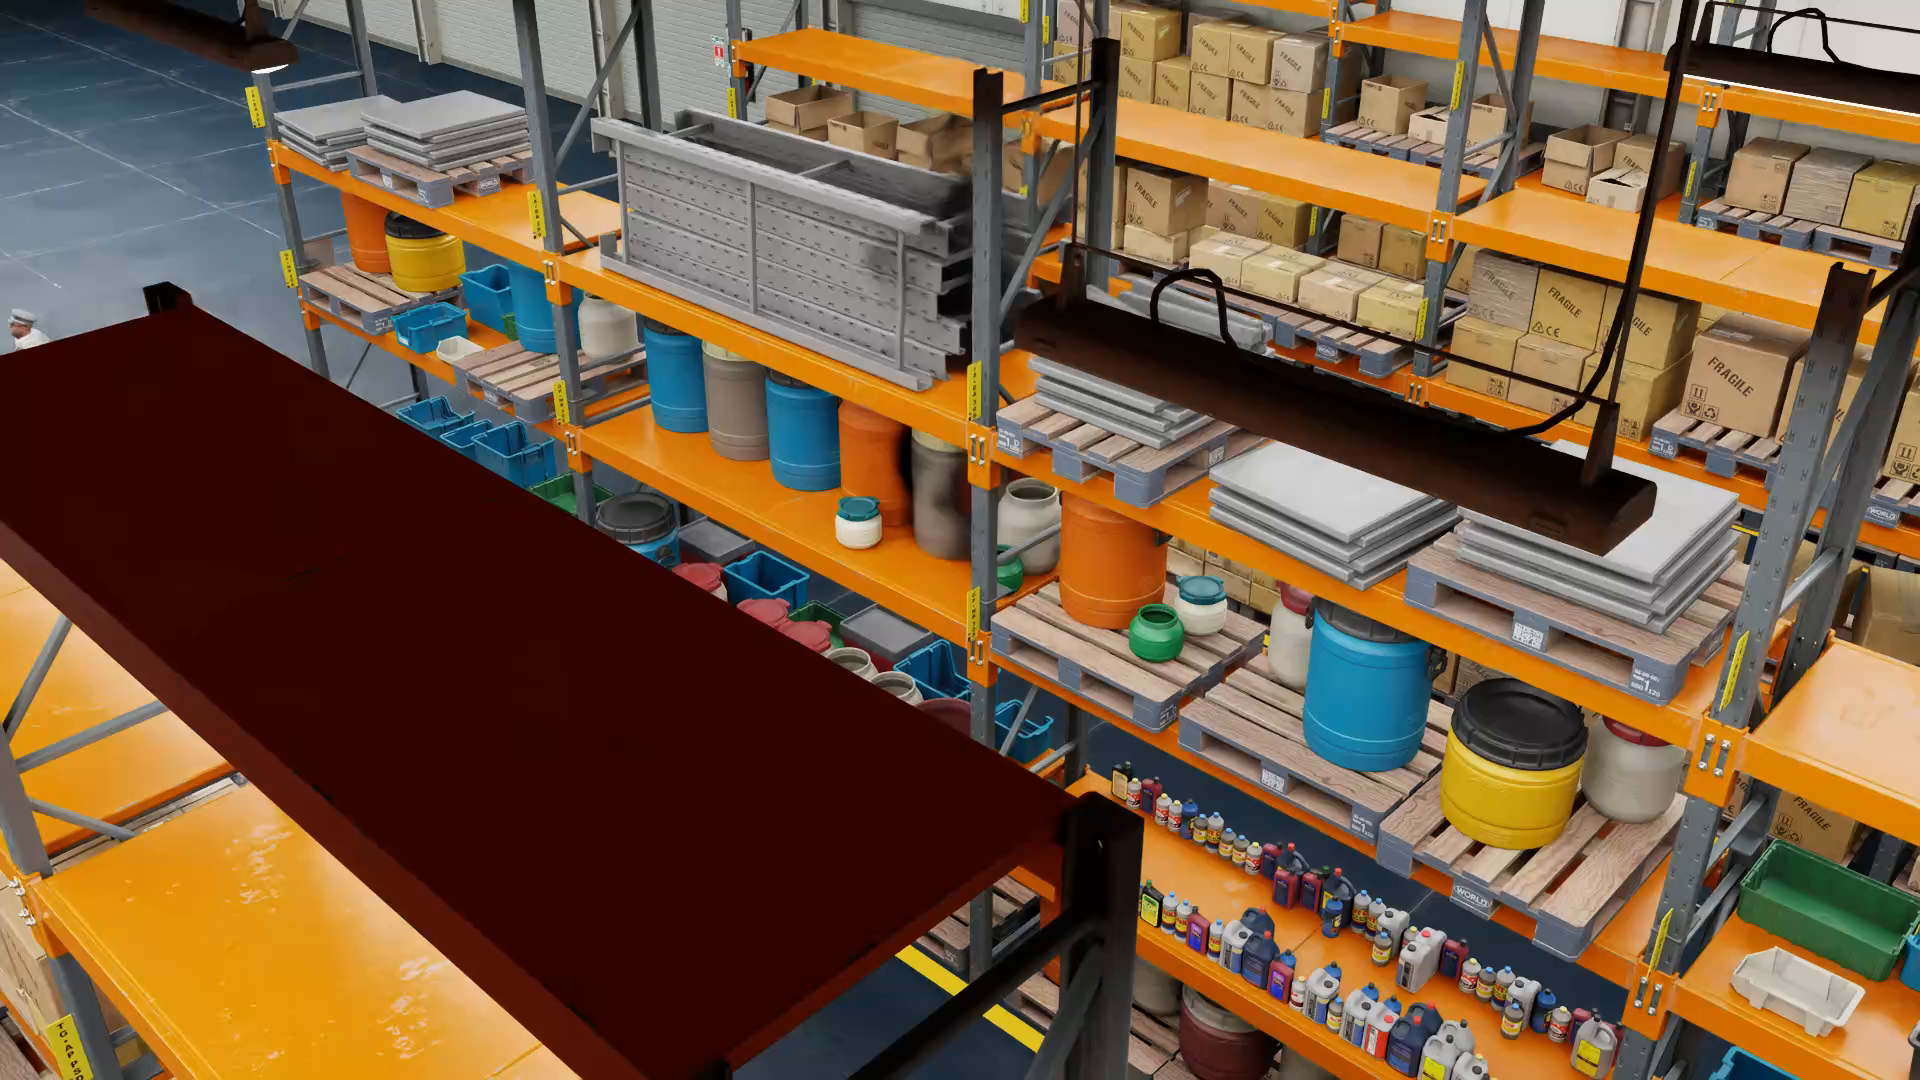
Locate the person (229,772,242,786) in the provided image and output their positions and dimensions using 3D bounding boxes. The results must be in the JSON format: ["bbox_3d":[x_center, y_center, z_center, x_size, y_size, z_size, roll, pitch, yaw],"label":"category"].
[{"bbox_3d":[-5.729,1.307,12.287,0.685,1.643,0.608,17,34,27],"label":"person"}]

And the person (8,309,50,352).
[{"bbox_3d":[-9.550,-1.595,17.305,0.522,1.748,0.658,-12,32,-20],"label":"person"}]
